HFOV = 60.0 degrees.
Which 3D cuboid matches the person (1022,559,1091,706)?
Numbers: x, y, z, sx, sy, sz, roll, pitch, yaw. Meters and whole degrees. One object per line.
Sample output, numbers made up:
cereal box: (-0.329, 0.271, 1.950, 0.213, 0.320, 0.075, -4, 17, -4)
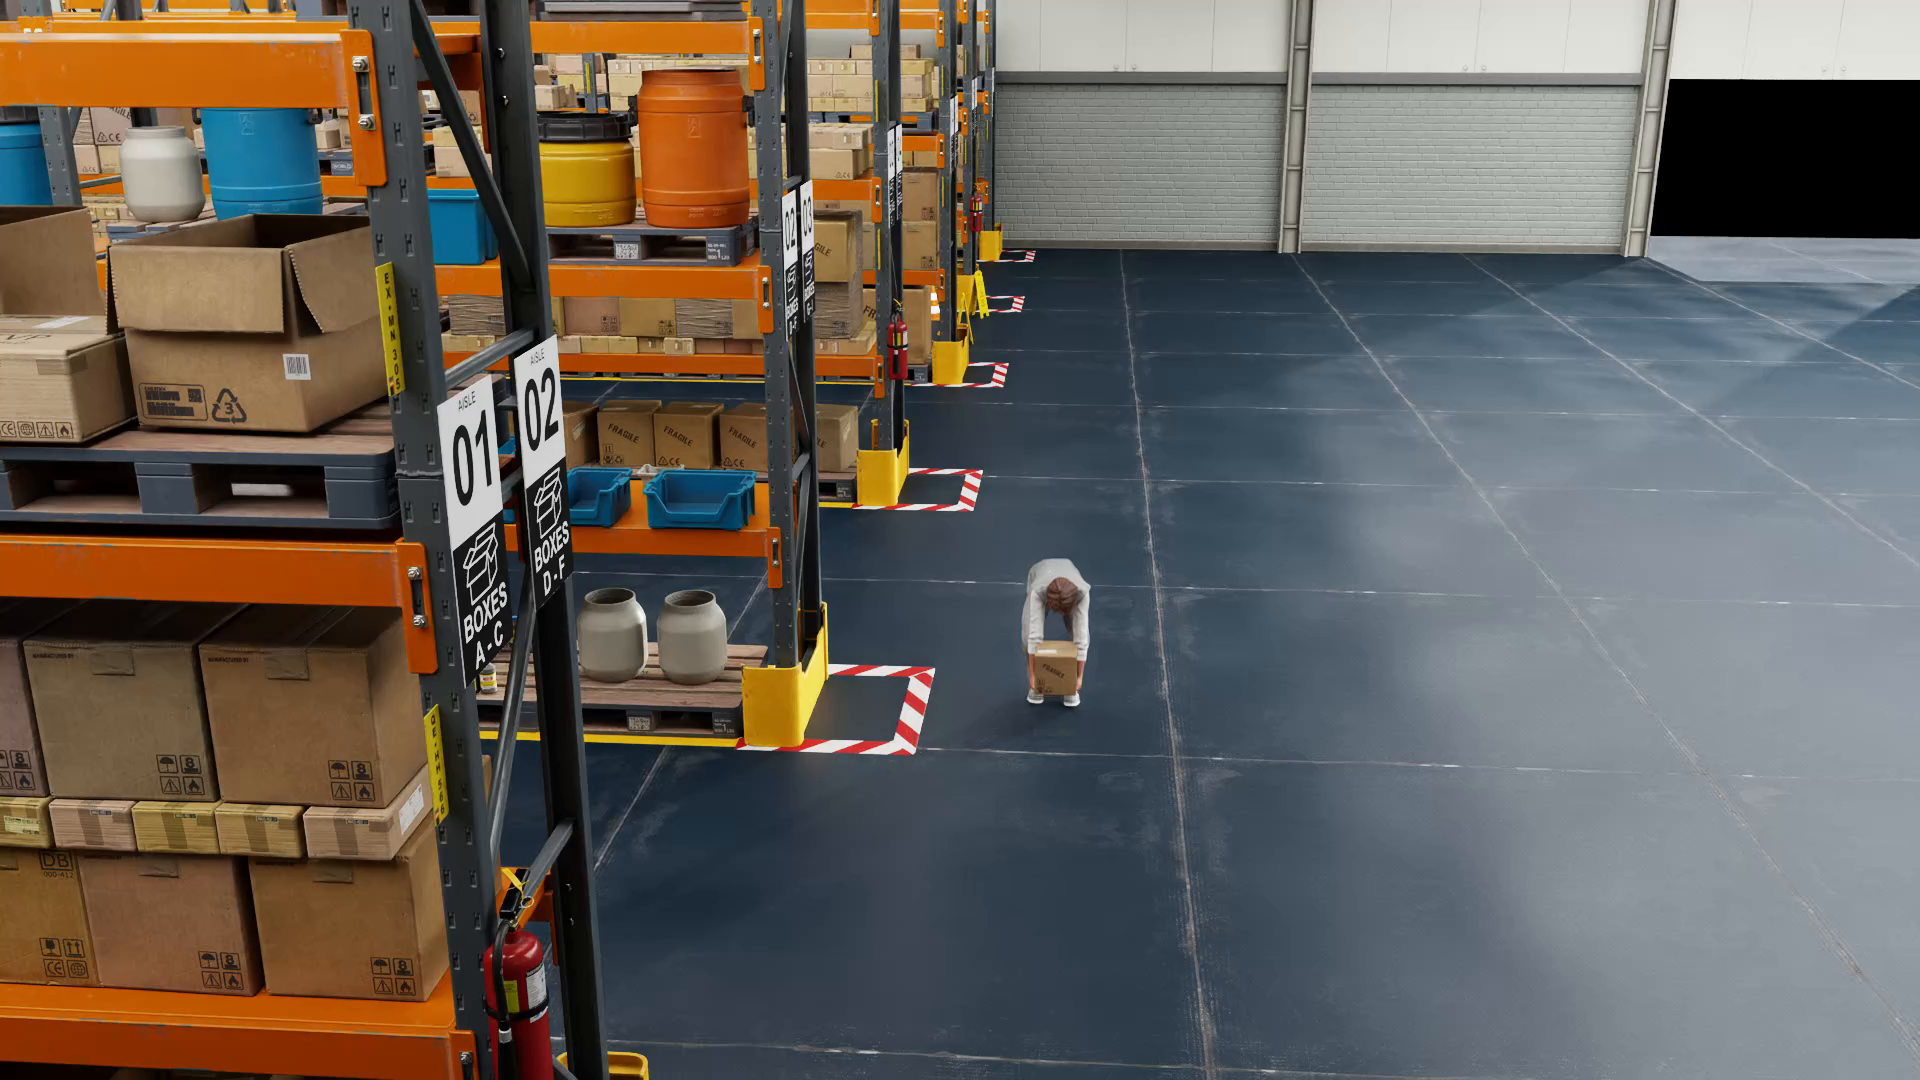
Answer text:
person: (0.590, 0.594, 10.253, 0.417, 0.965, 0.861, 0, 18, 1)
